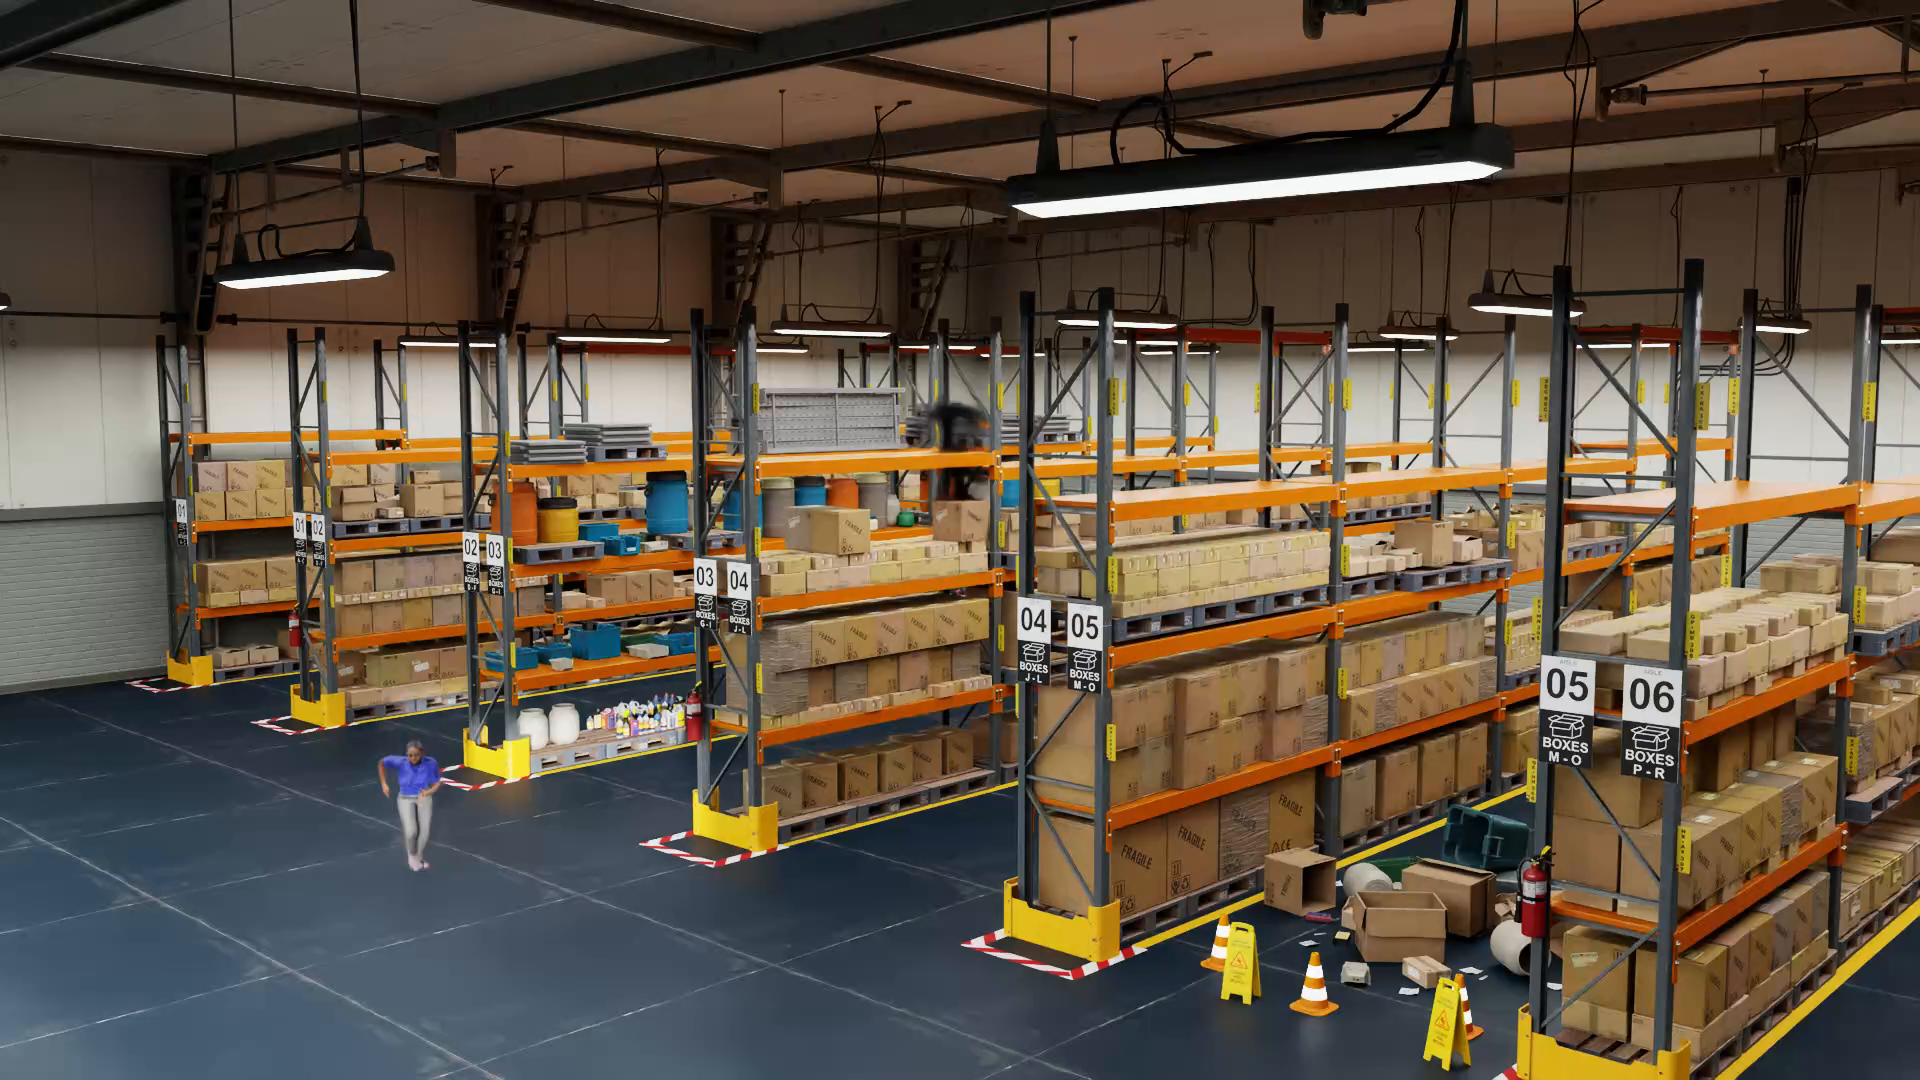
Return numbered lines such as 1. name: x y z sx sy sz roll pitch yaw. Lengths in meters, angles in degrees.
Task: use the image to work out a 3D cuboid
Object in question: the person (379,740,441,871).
1. person: -5.751 2.783 17.420 0.606 1.486 0.890 -2 6 -20
